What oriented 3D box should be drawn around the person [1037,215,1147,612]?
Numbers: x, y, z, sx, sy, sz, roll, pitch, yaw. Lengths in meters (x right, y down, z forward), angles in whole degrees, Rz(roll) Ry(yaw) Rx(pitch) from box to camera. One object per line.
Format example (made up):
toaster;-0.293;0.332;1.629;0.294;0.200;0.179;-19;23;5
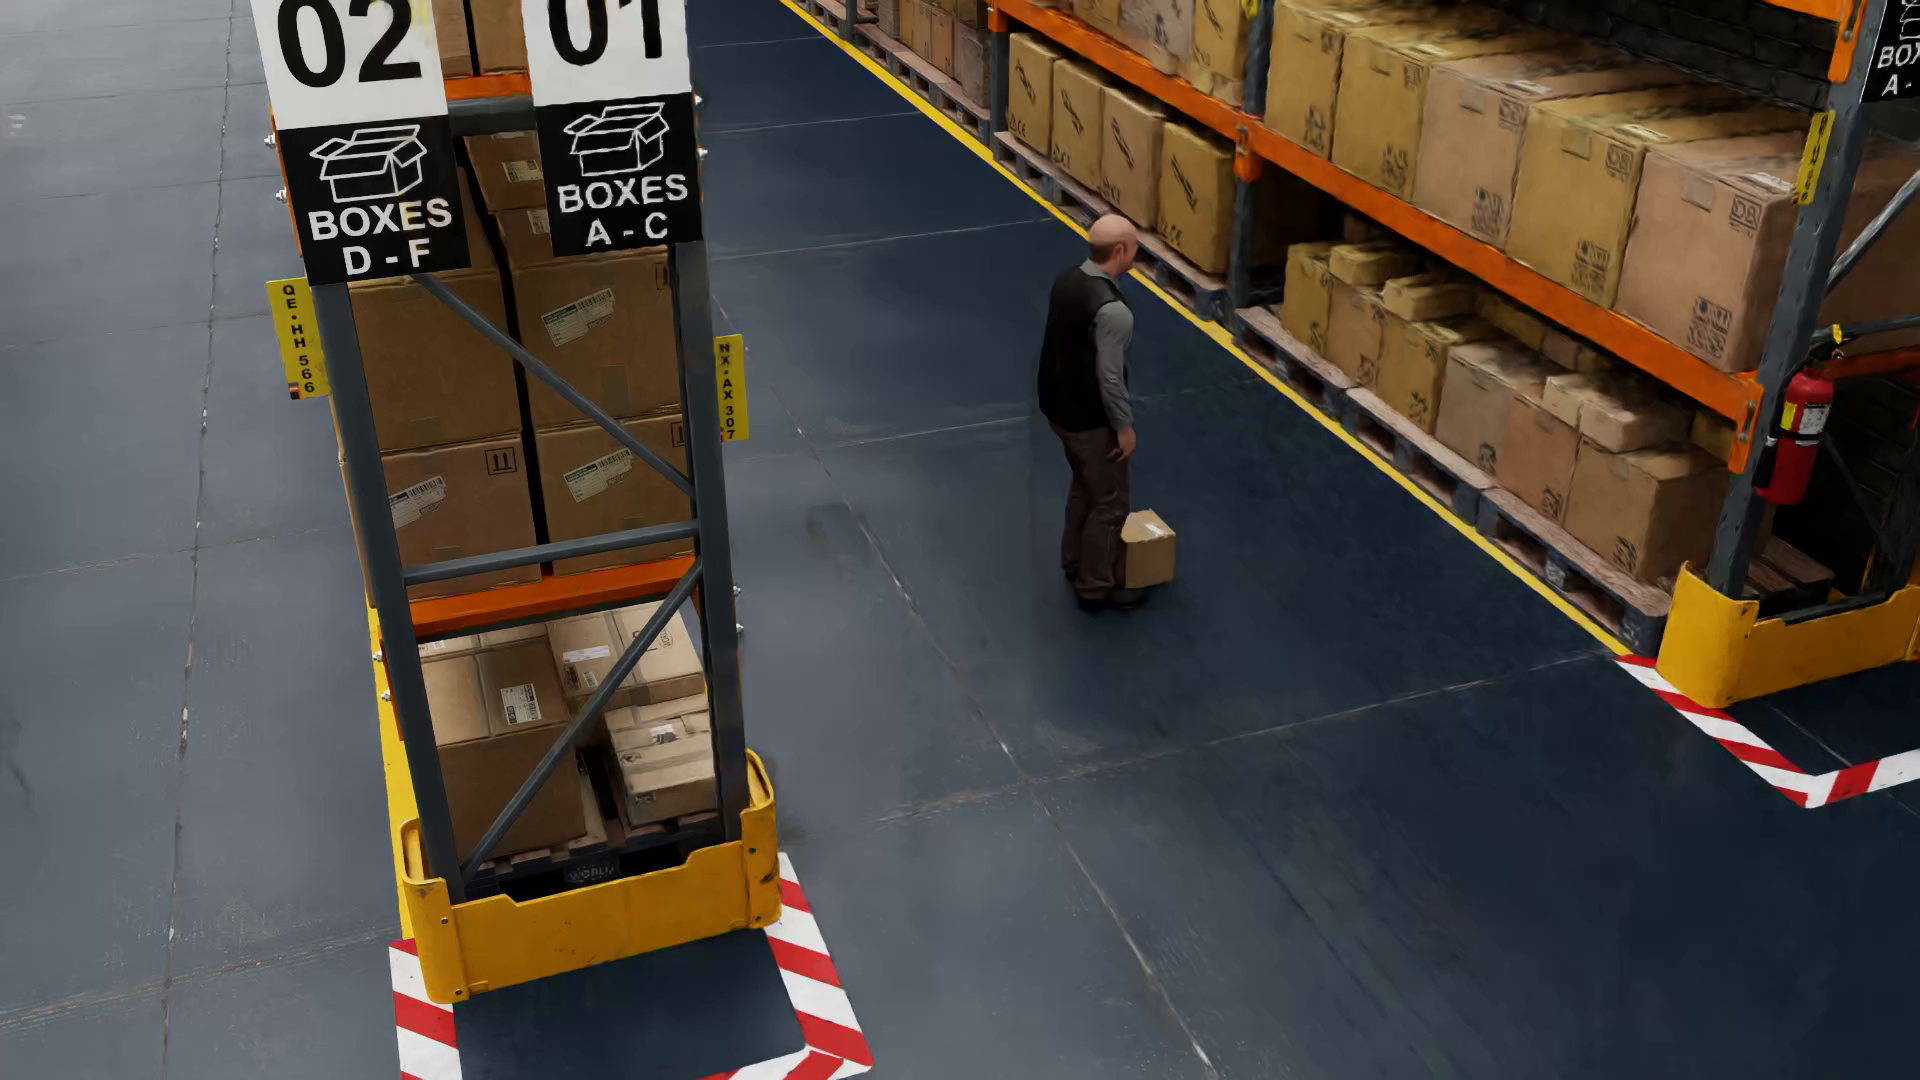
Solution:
person;0.572;-0.543;7.106;0.463;1.721;0.581;-10;31;-17
